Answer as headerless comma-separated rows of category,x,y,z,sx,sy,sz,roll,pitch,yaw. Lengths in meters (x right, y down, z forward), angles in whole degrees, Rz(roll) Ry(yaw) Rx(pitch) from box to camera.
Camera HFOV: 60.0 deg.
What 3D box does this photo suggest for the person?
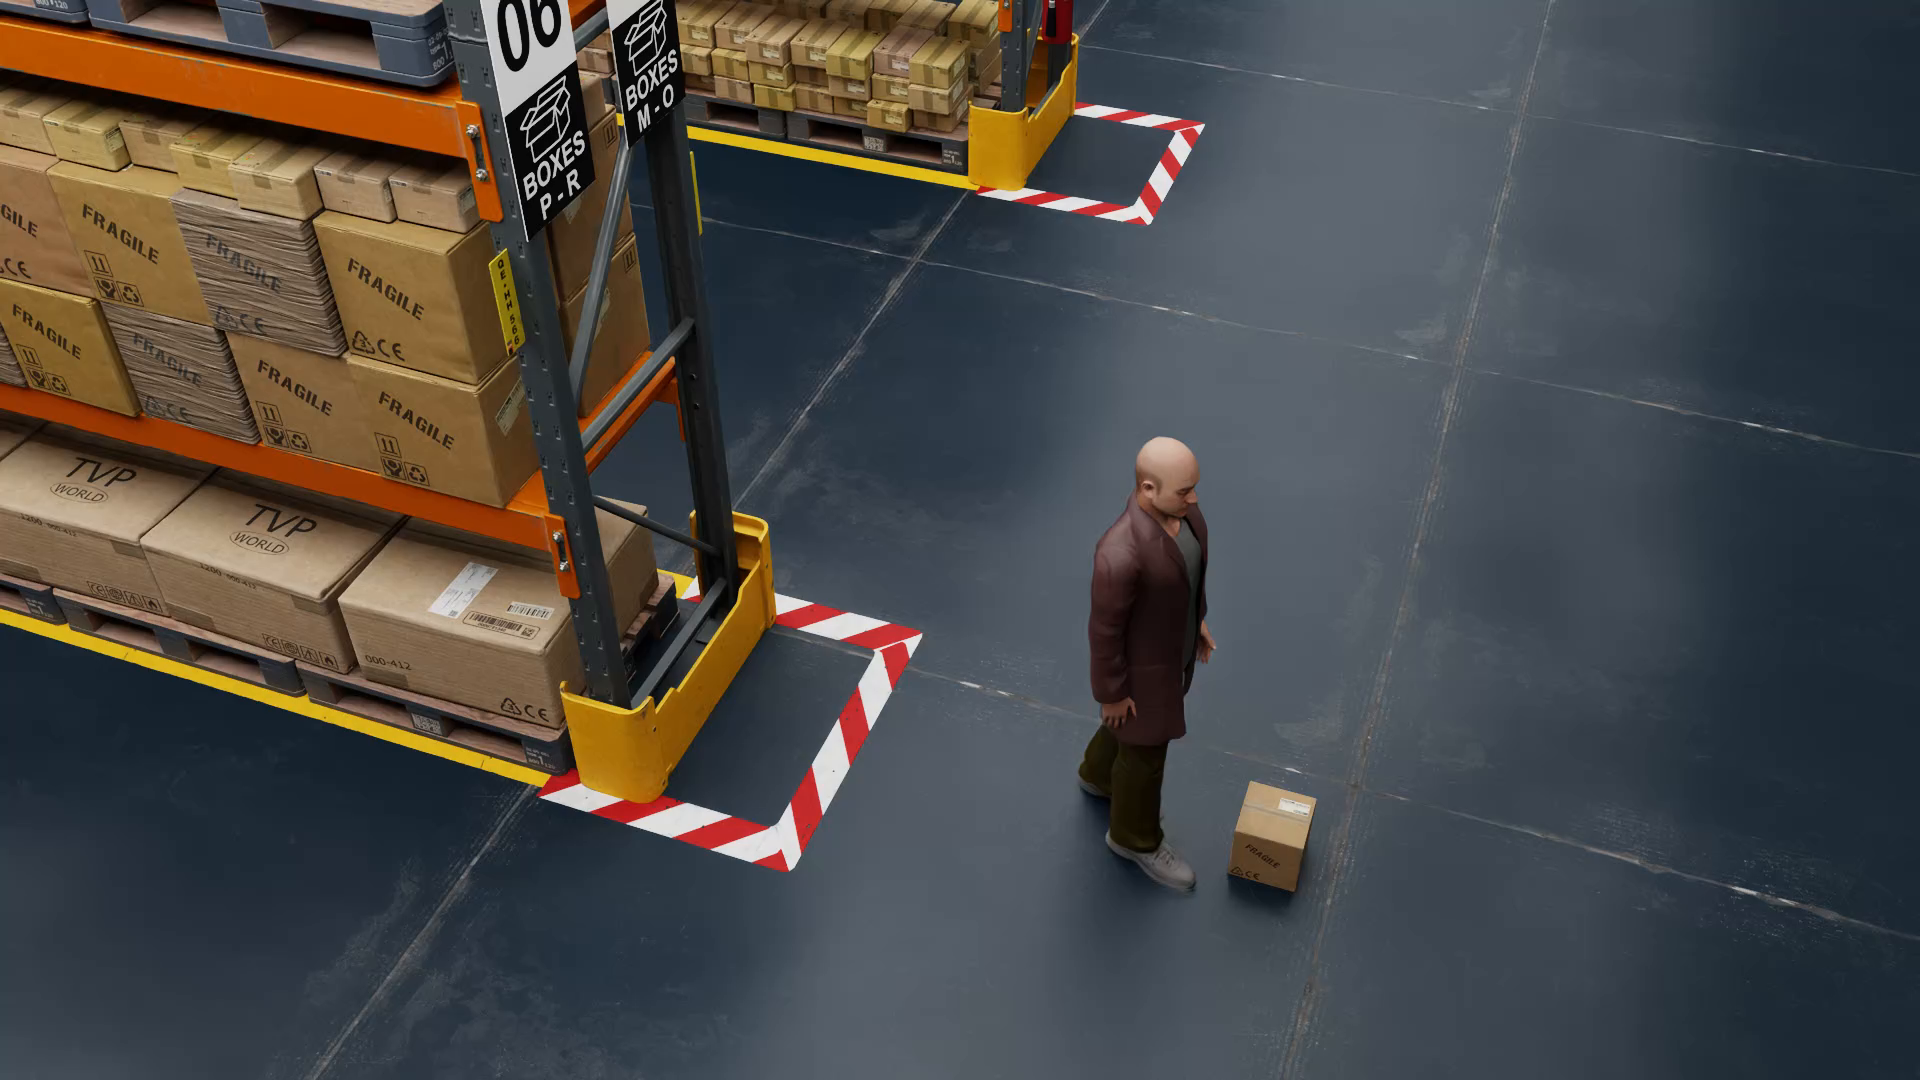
person,0.673,0.414,5.690,0.593,1.801,0.598,21,45,23
